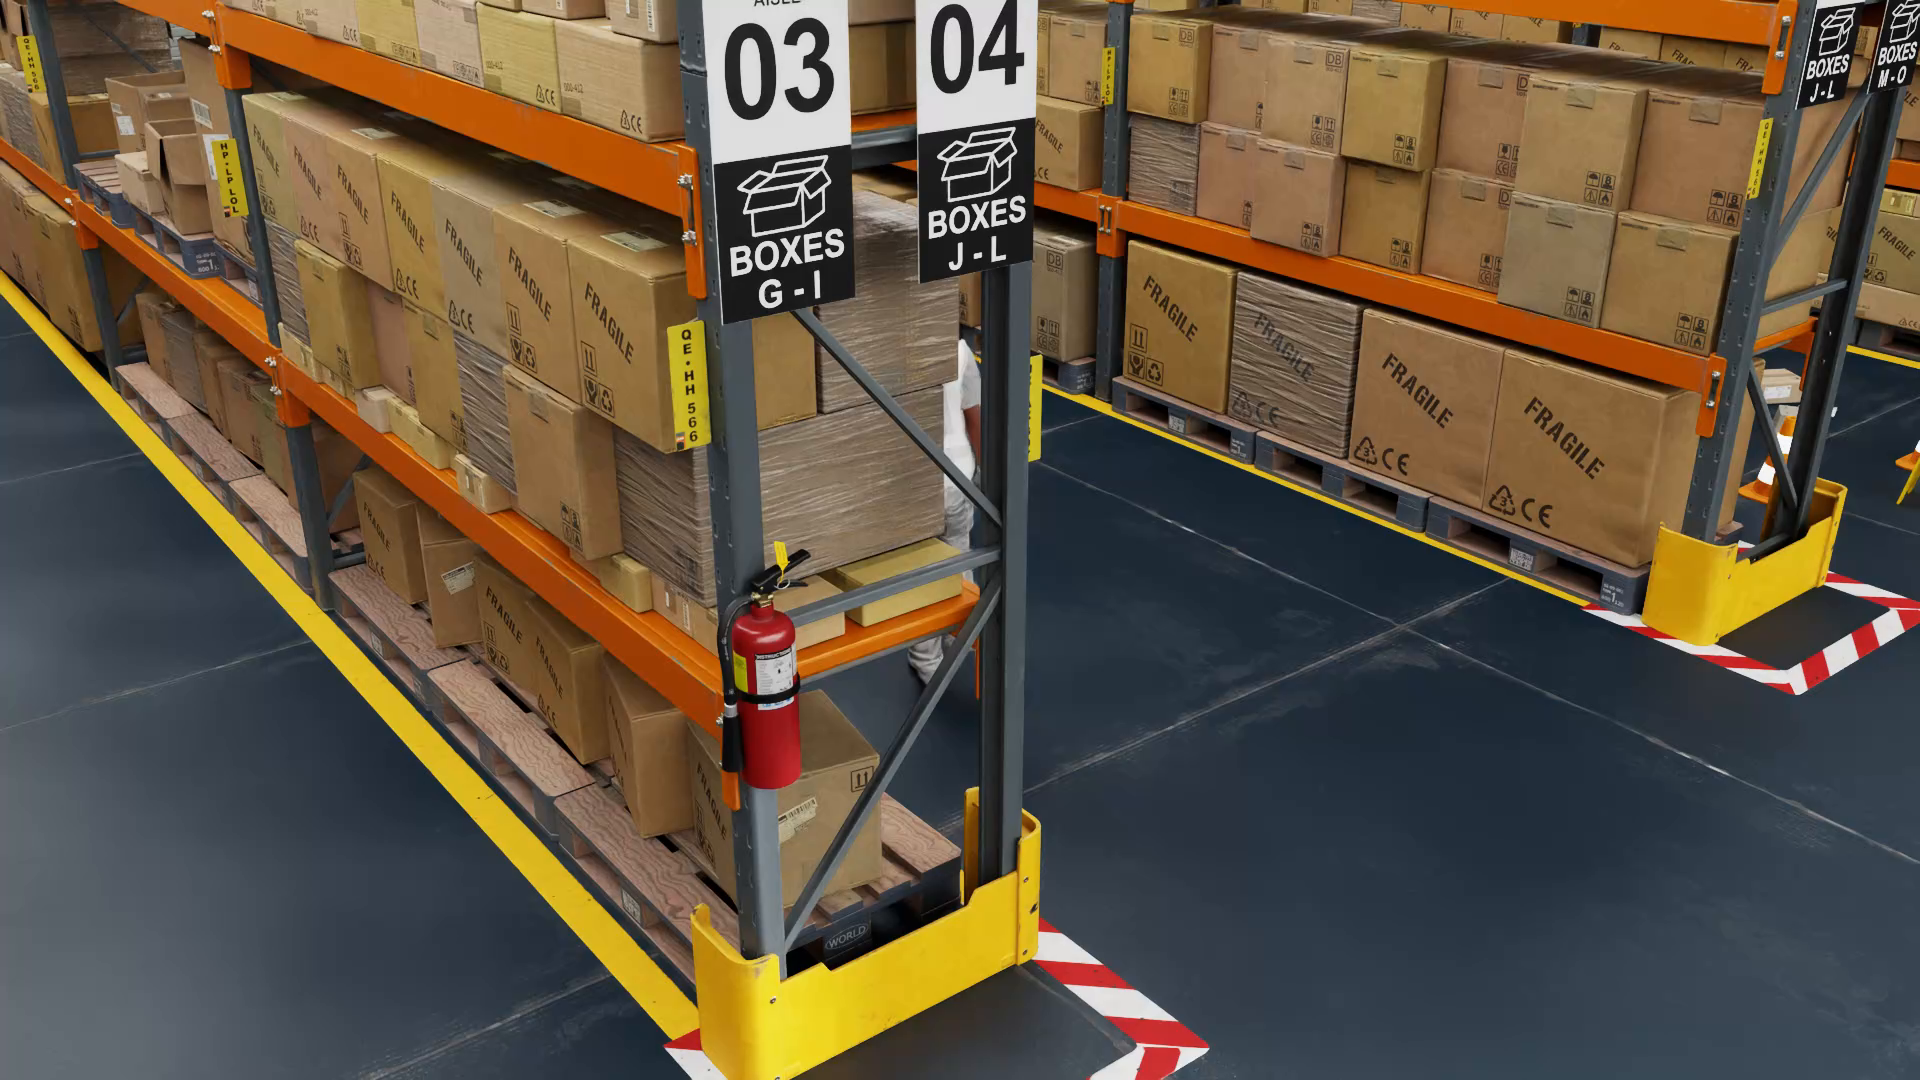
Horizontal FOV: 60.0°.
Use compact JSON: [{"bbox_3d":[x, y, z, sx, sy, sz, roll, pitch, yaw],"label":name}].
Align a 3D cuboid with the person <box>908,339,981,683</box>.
[{"bbox_3d":[-0.158,-0.268,7.131,0.594,1.767,0.462,-5,25,-10],"label":"person"}]
